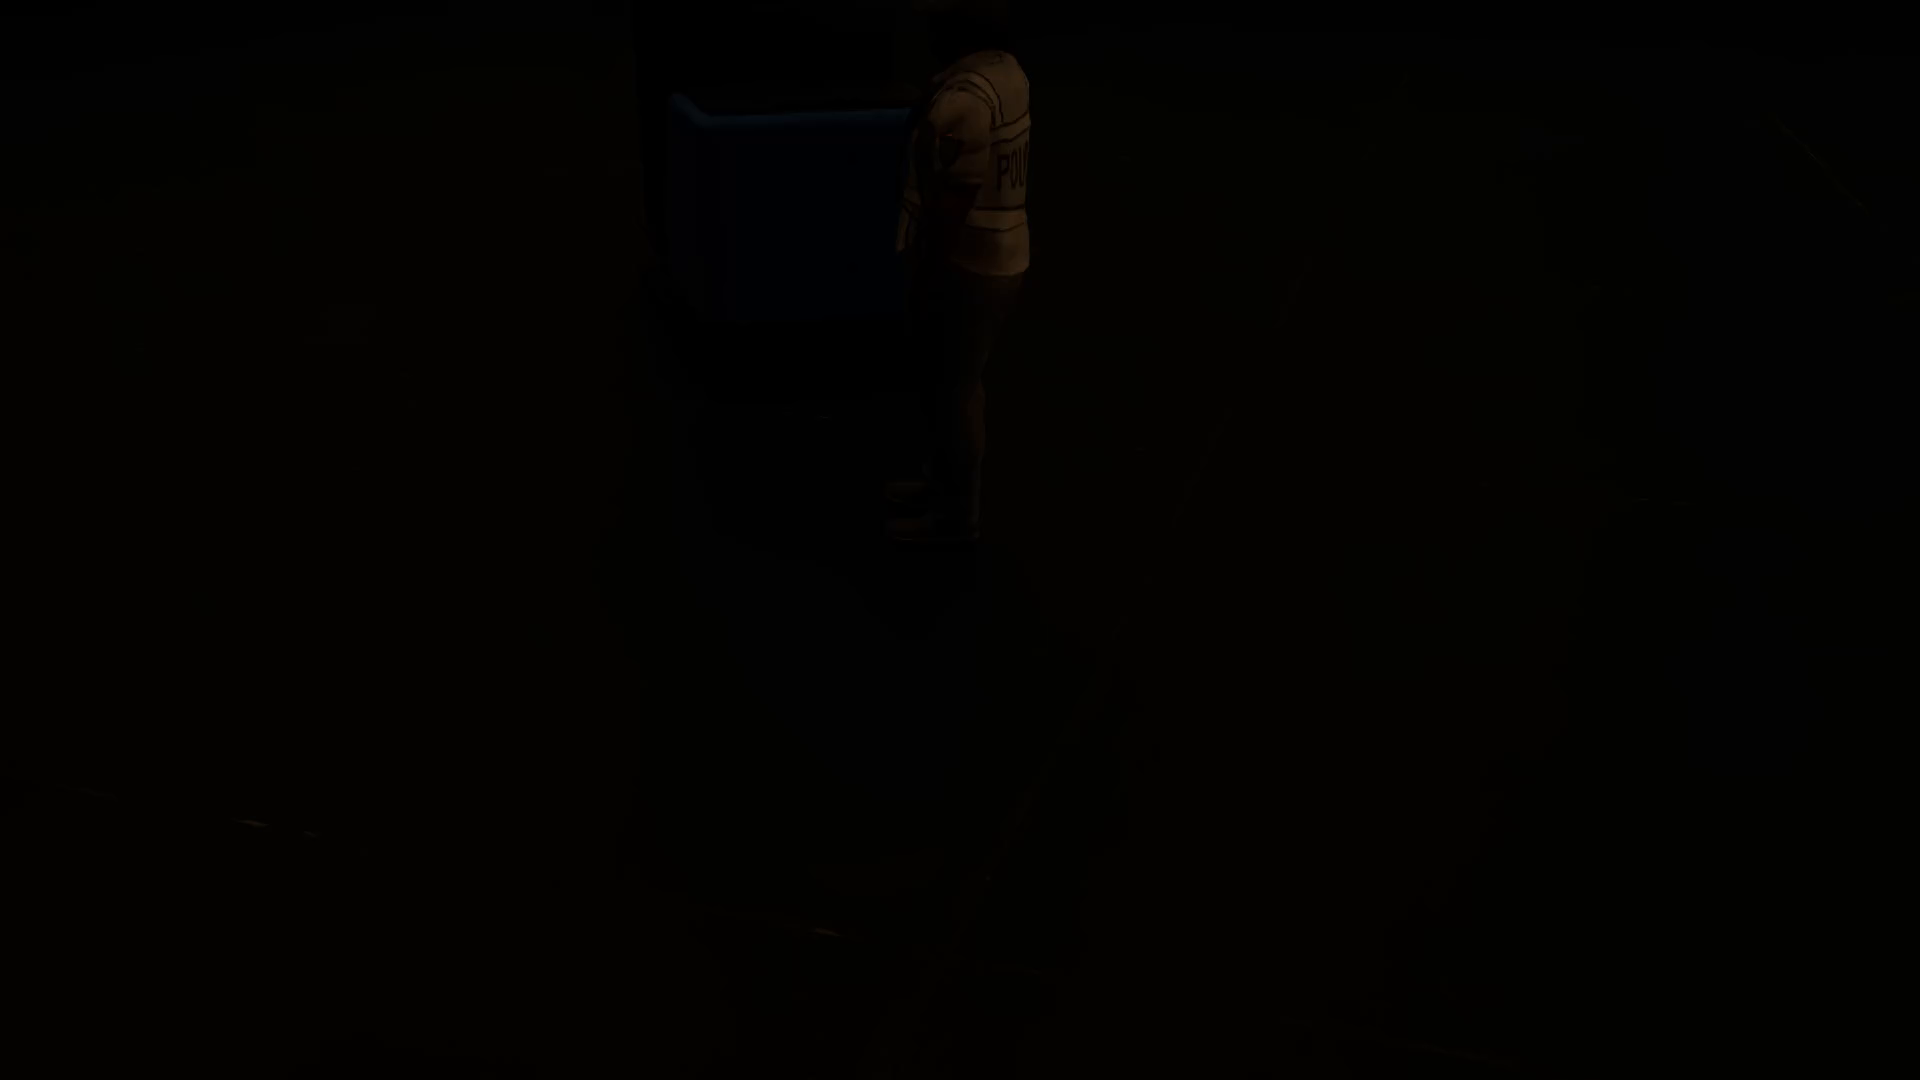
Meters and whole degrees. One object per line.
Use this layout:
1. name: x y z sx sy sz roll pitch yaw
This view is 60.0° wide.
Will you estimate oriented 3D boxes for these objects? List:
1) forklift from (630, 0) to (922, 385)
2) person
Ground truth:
1. forklift: -0.902 -2.482 7.291 1.130 2.935 3.031 -7 23 -16
2. person: -0.066 -0.781 4.846 0.529 1.642 0.598 7 23 16
